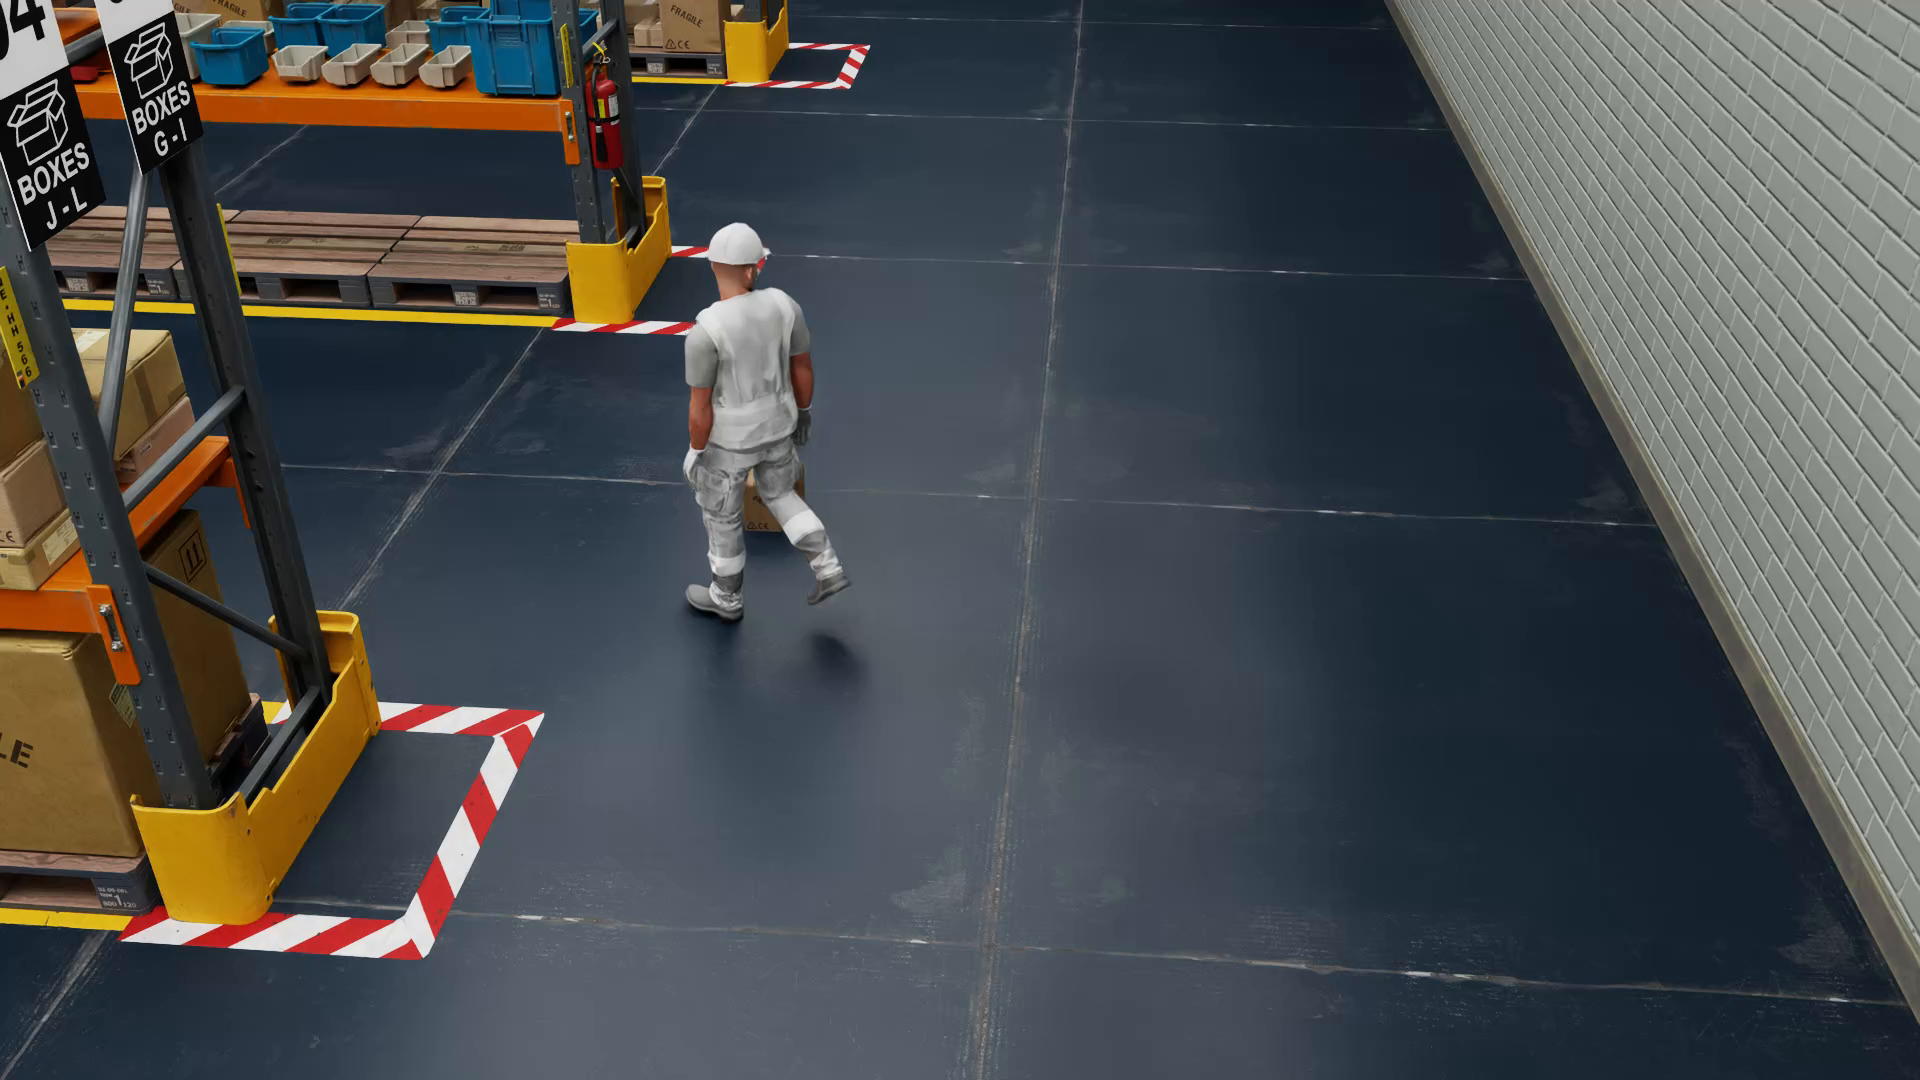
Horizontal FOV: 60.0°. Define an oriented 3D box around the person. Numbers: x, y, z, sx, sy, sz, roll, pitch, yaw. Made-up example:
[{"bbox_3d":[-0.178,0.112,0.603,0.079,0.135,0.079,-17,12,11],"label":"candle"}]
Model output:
[{"bbox_3d":[-0.844,-0.421,6.779,0.602,1.778,0.709,-24,39,-33],"label":"person"}]
